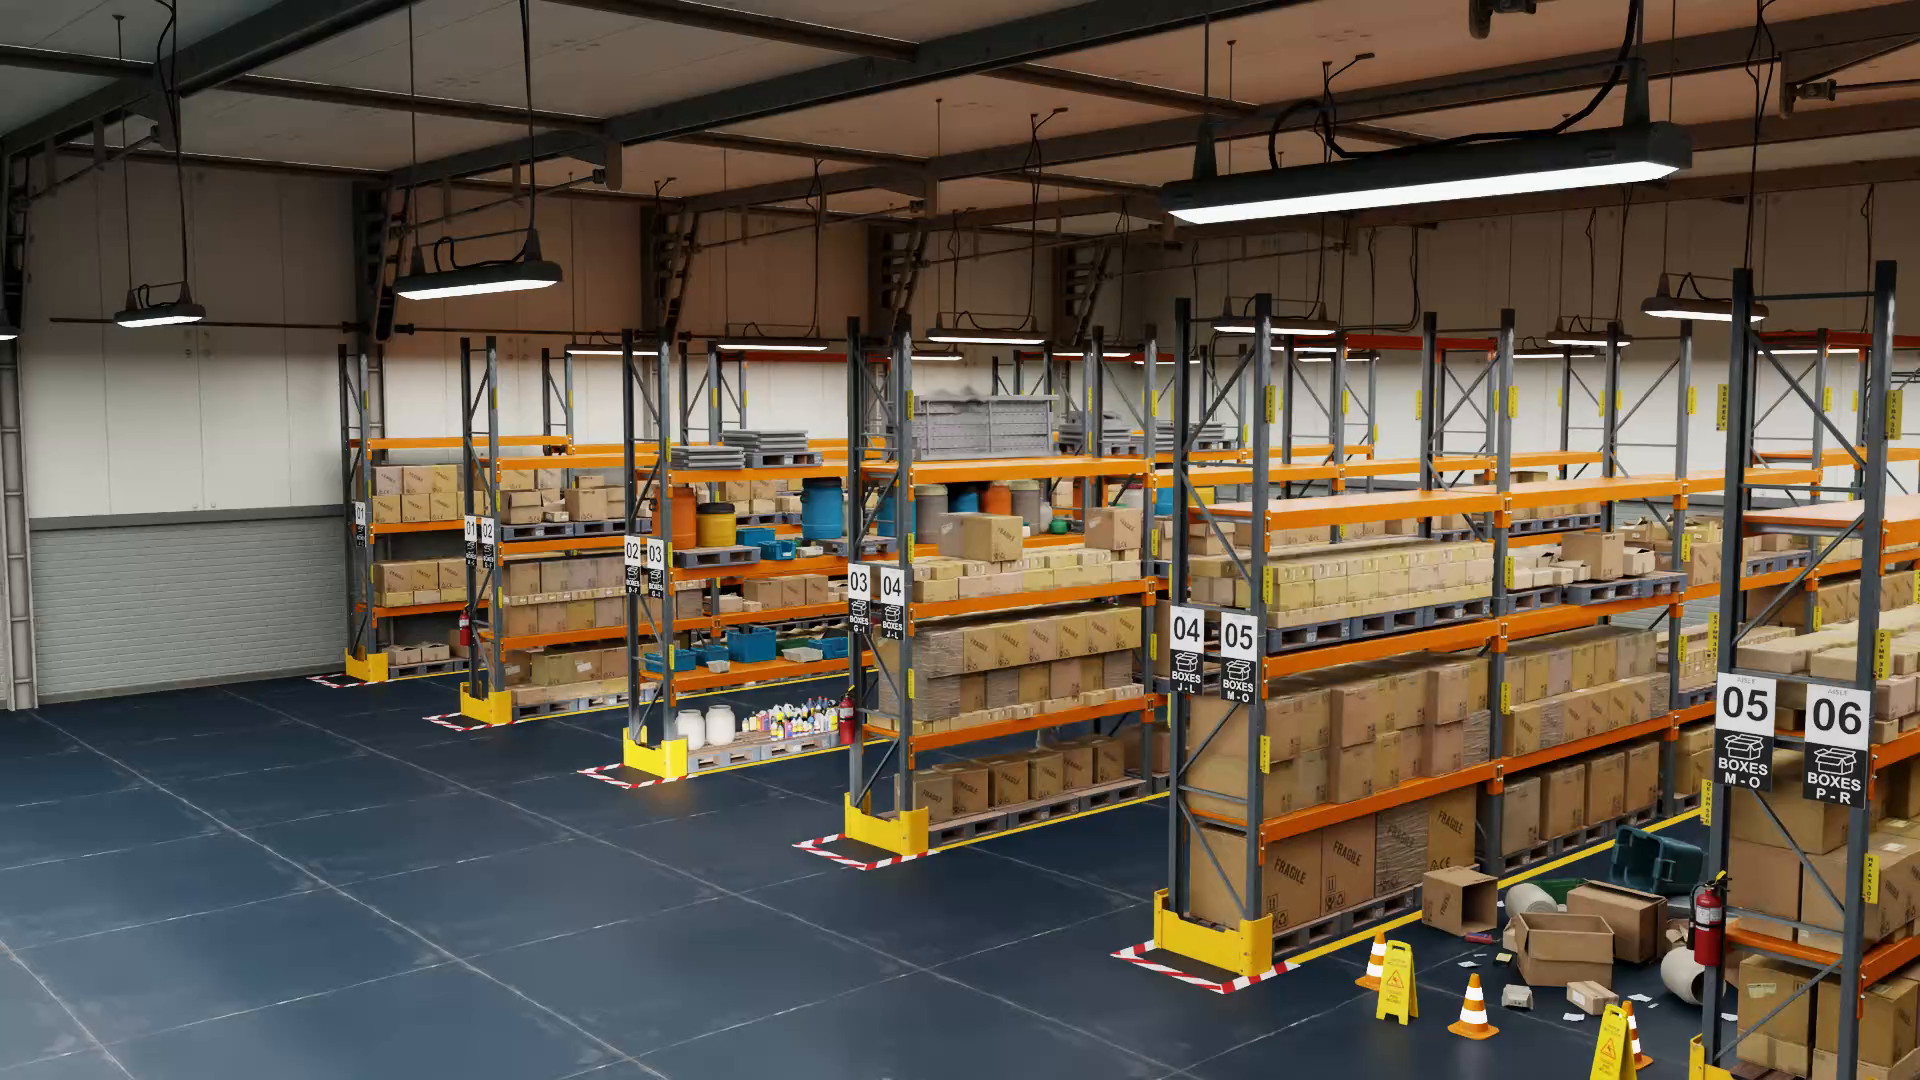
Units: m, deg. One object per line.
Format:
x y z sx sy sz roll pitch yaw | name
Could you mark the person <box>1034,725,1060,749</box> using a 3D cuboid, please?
1.181 2.032 22.584 0.617 1.695 0.664 5 7 42 | person
